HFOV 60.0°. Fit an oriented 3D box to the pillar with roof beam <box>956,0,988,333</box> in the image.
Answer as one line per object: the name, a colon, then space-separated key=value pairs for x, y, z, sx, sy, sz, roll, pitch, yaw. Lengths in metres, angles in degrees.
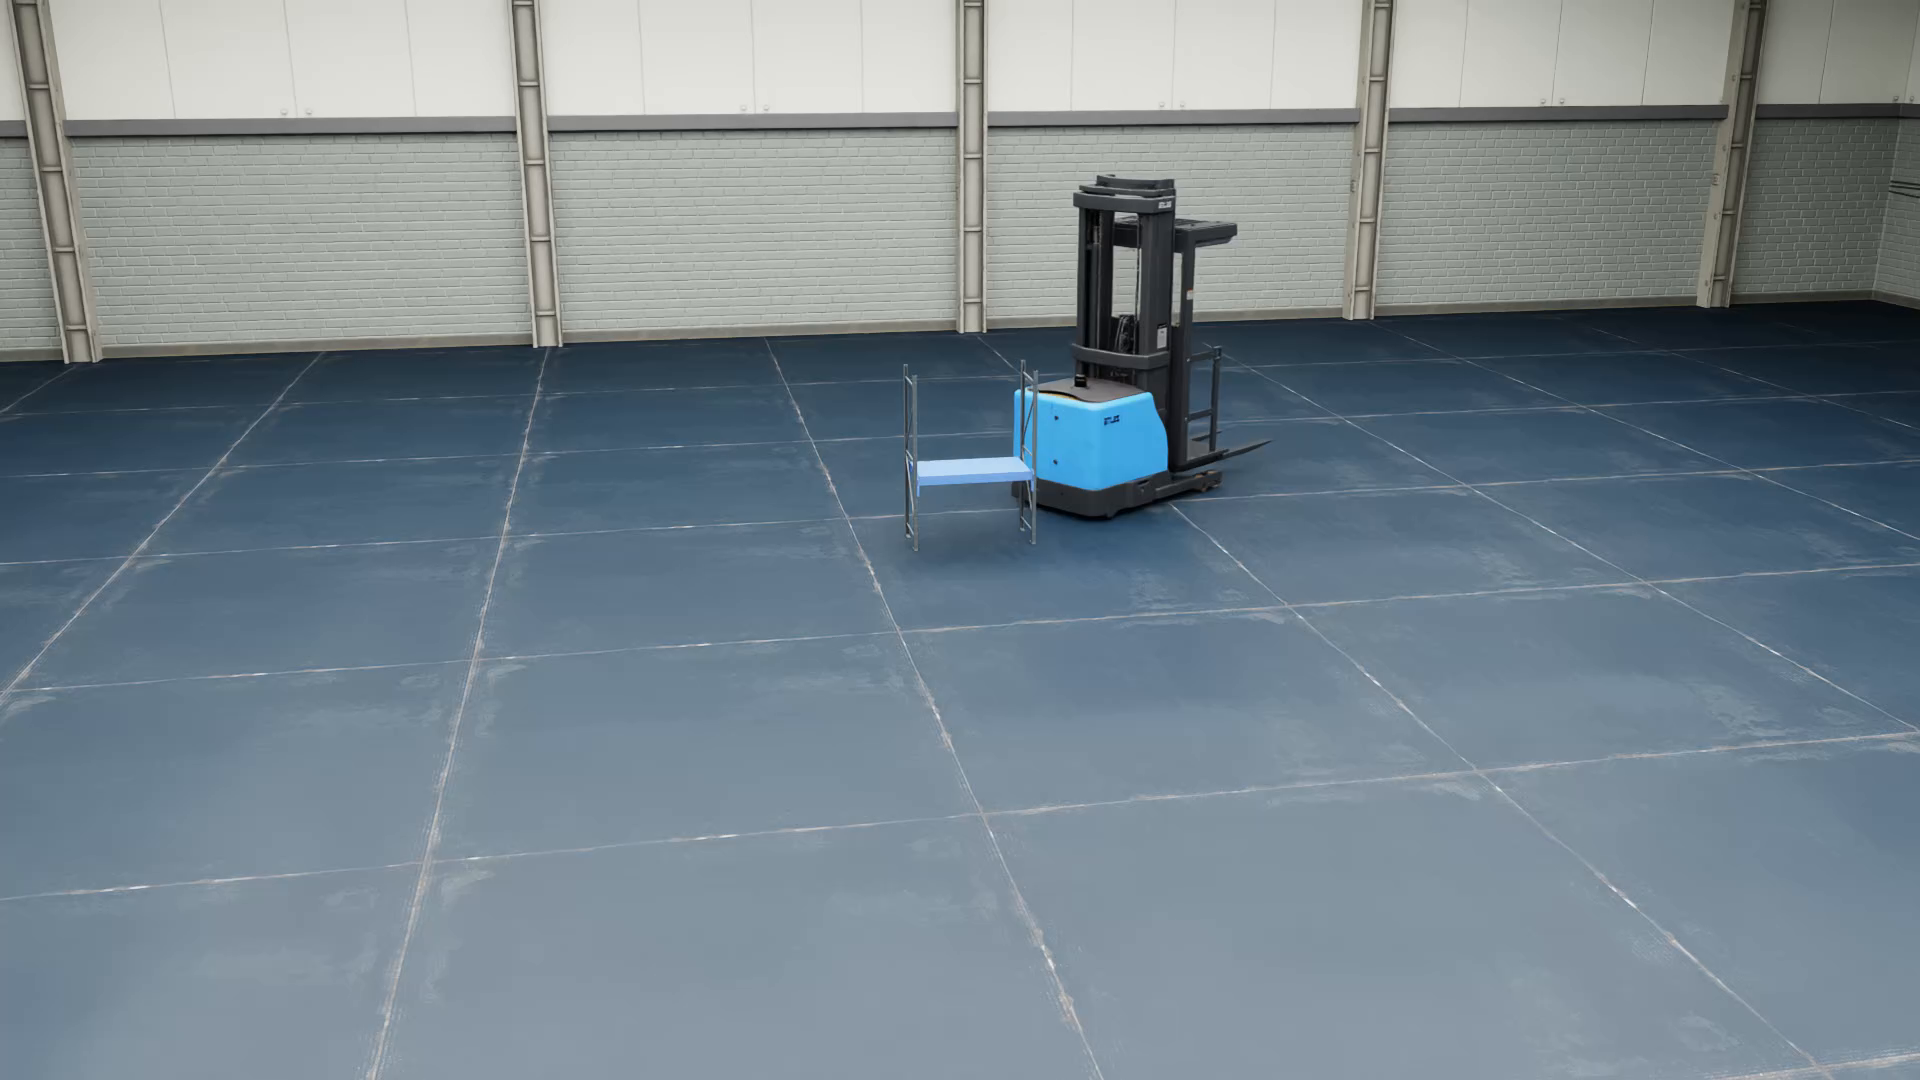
pillar with roof beam: x=0.979 y=-6.108 z=18.871 sx=0.400 sy=9.000 sz=9.100 roll=-3 pitch=17 yaw=-10

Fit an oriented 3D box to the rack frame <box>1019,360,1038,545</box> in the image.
rack frame: x=0.583 y=-0.750 z=14.199 sx=0.032 sy=1.500 sz=0.500 roll=-3 pitch=17 yaw=-10

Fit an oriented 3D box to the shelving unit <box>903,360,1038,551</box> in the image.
shelving unit: x=0.084 y=-0.722 z=14.107 sx=1.048 sy=1.500 sz=0.538 roll=-3 pitch=17 yaw=-10

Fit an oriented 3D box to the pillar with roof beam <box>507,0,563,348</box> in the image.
pillar with roof beam: x=-4.912 y=-5.774 z=17.783 sx=0.400 sy=9.000 sz=9.100 roll=-3 pitch=17 yaw=-10

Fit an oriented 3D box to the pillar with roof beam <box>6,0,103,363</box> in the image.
pillar with roof beam: x=-10.803 y=-5.440 z=16.695 sx=0.400 sy=9.000 sz=9.100 roll=-3 pitch=17 yaw=-10

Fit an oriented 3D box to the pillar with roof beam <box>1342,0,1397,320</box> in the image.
pillar with roof beam: x=6.870 y=-6.442 z=19.959 sx=0.400 sy=9.000 sz=9.100 roll=-3 pitch=17 yaw=-10

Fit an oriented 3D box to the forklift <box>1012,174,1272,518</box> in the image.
forklift: x=1.868 y=-1.952 z=15.675 sx=1.130 sy=2.935 sz=3.031 roll=16 pitch=23 yaw=42

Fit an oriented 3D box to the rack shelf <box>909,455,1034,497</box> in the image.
rack shelf: x=0.084 y=-0.550 z=14.160 sx=1.000 sy=0.185 sz=0.538 roll=-3 pitch=17 yaw=-10

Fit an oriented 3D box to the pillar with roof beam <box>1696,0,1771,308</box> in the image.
pillar with roof beam: x=12.761 y=-6.776 z=21.047 sx=0.400 sy=9.000 sz=9.100 roll=-3 pitch=17 yaw=-10

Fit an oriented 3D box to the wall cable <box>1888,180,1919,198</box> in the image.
wall cable: x=15.088 y=-6.316 z=24.837 sx=0.112 sy=2.526 sz=3.097 roll=-3 pitch=17 yaw=-10

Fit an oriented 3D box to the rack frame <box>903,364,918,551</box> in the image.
rack frame: x=-0.415 y=-0.693 z=14.015 sx=0.032 sy=1.500 sz=0.500 roll=-3 pitch=17 yaw=-10
